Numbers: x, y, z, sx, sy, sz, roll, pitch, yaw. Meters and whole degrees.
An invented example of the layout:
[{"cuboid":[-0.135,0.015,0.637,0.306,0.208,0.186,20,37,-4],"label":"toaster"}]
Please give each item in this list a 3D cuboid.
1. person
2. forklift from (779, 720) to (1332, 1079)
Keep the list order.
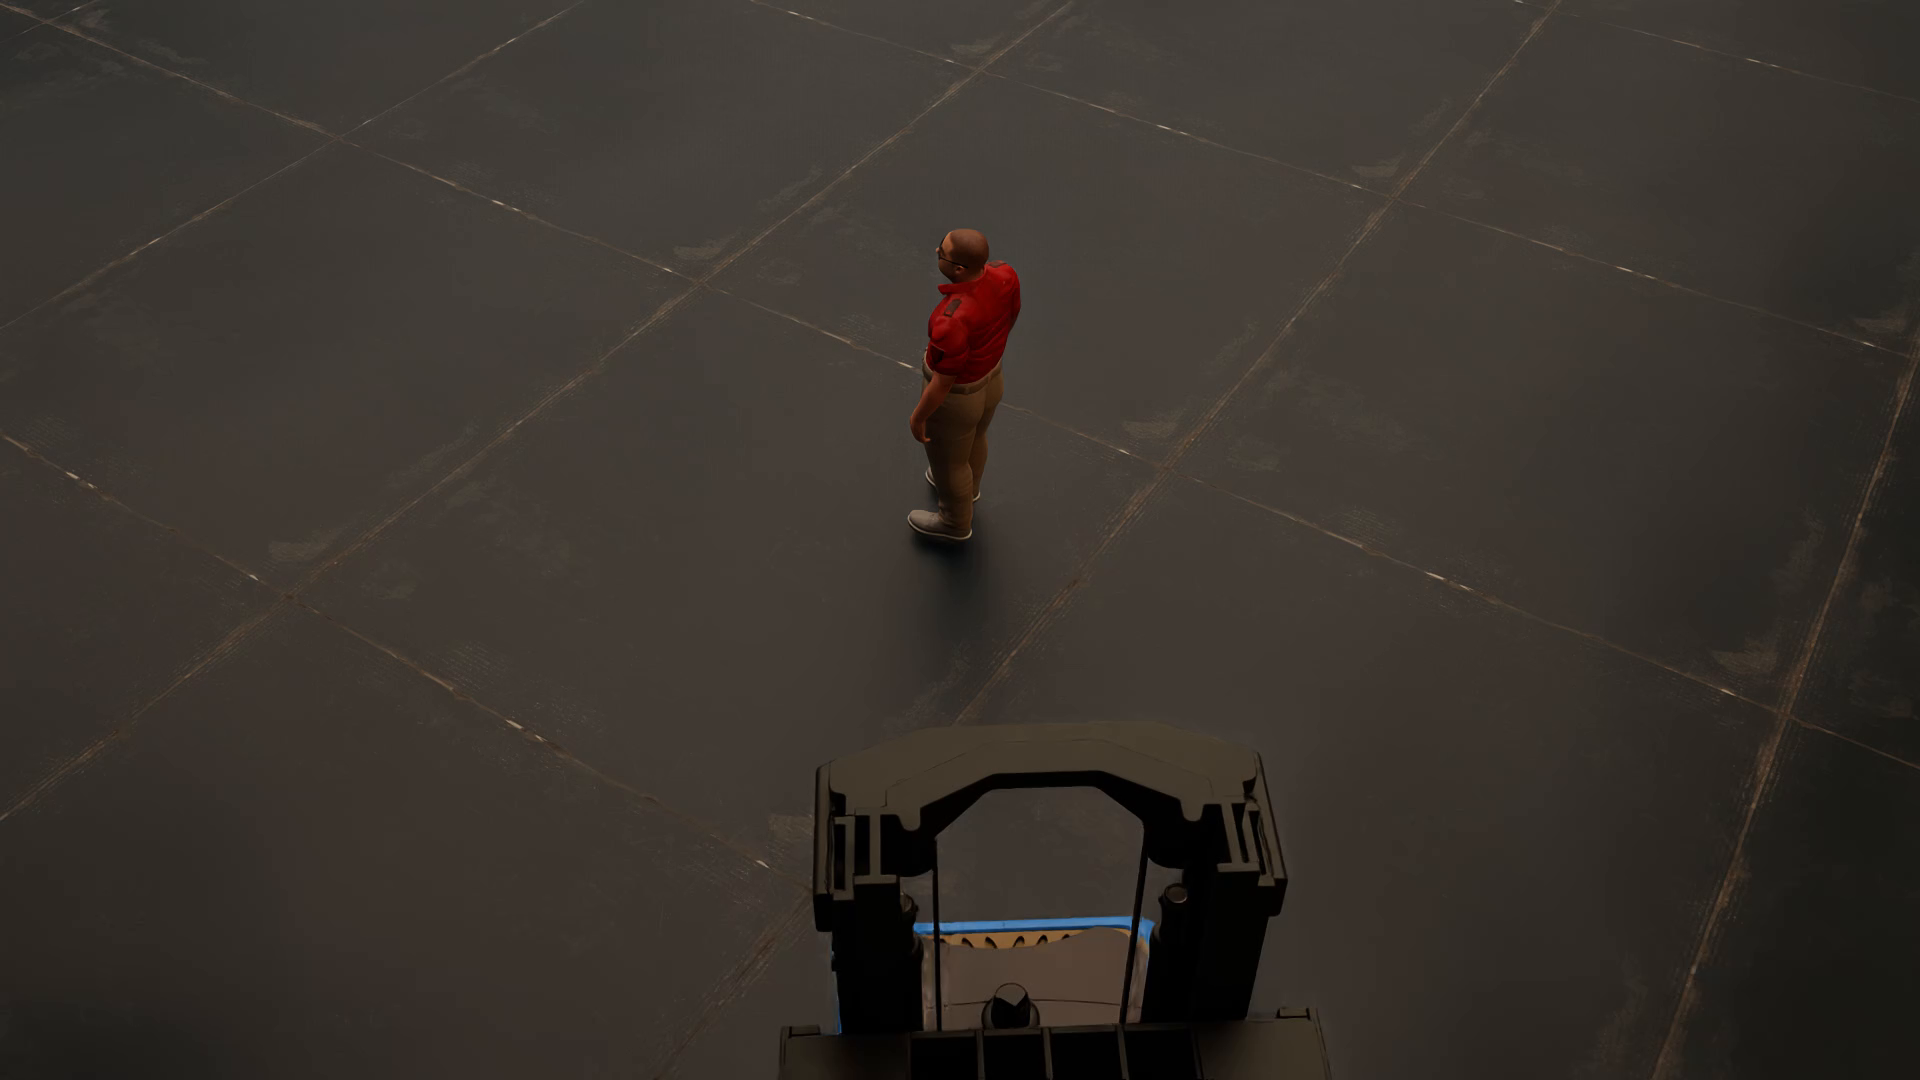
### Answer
[{"cuboid":[-0.069,-0.702,7.394,0.551,1.728,0.640,24,48,23],"label":"person"},{"cuboid":[0.194,1.915,3.829,1.130,2.935,3.031,-2,44,-2],"label":"forklift"}]
